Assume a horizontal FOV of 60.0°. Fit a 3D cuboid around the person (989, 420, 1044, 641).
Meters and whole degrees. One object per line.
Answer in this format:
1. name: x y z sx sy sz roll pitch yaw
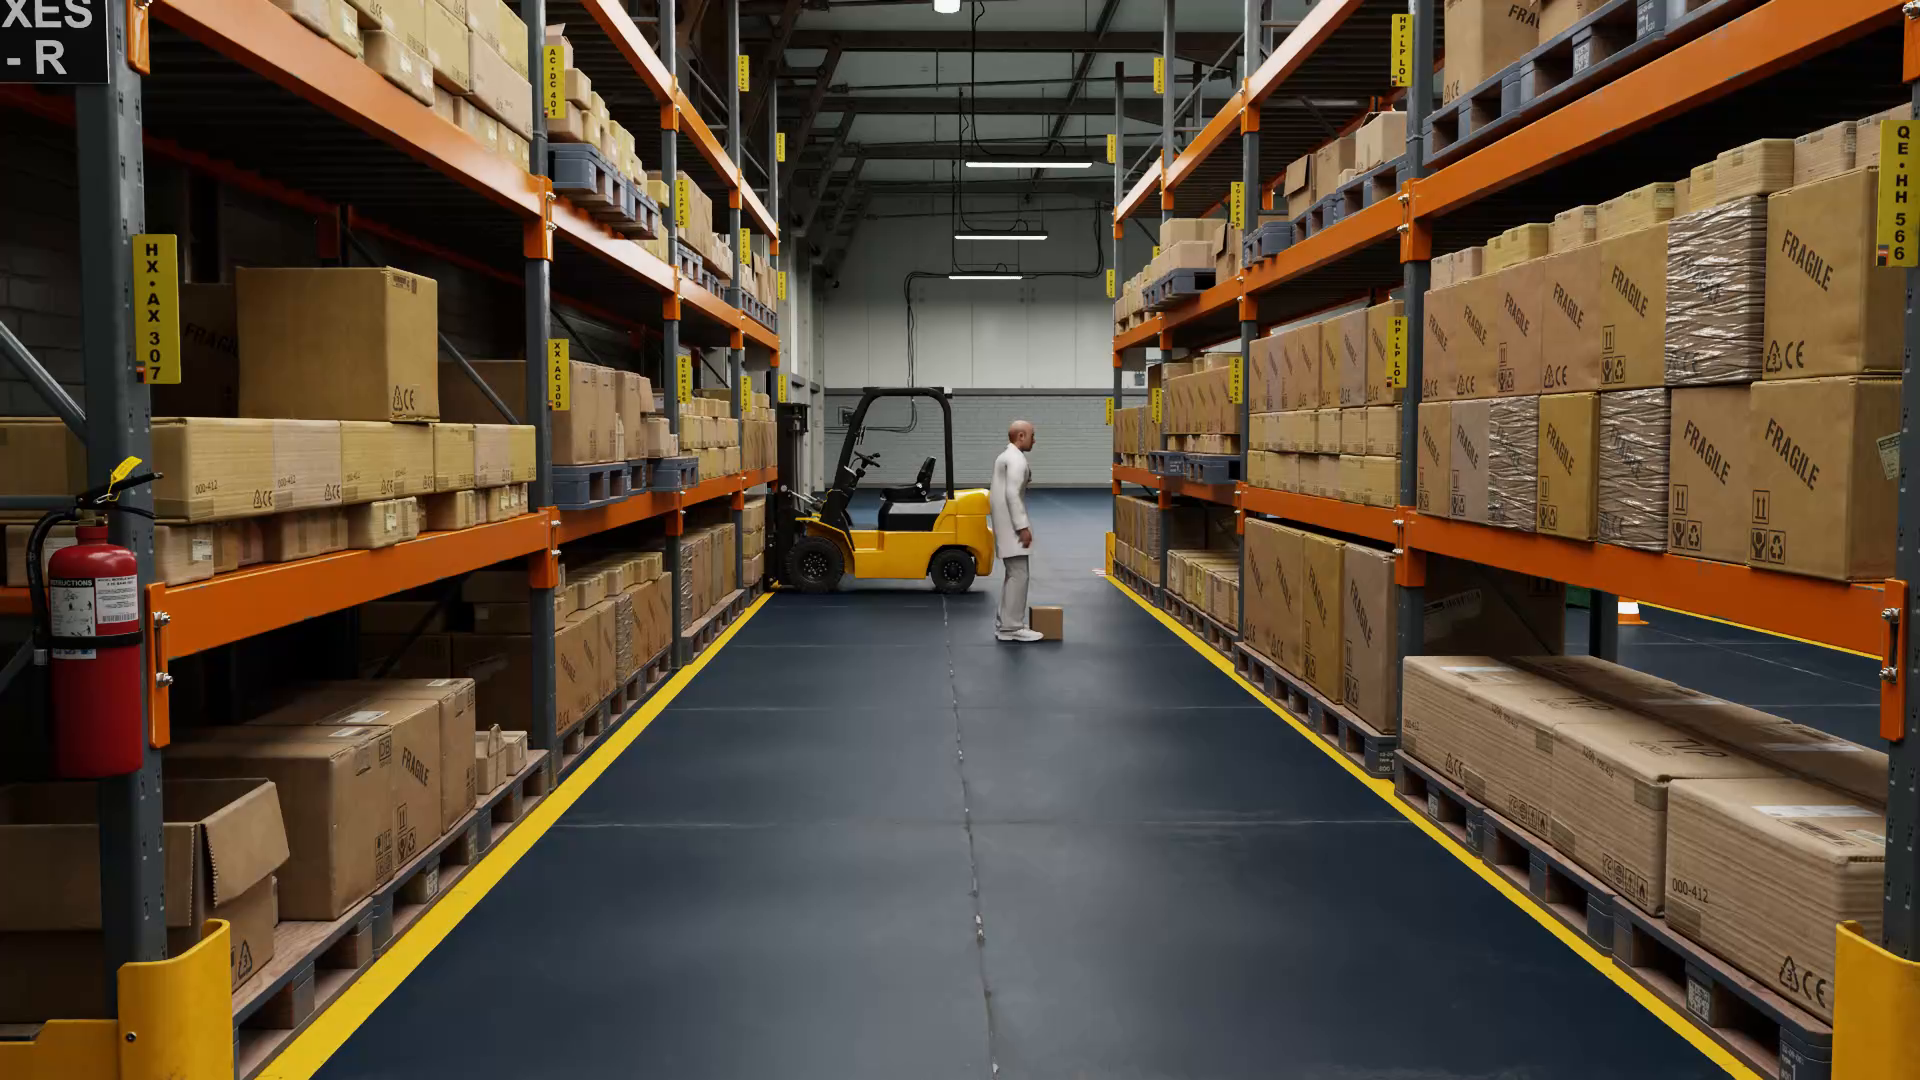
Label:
1. person: 0.453 -0.086 13.546 0.420 1.775 0.654 0 4 -4
